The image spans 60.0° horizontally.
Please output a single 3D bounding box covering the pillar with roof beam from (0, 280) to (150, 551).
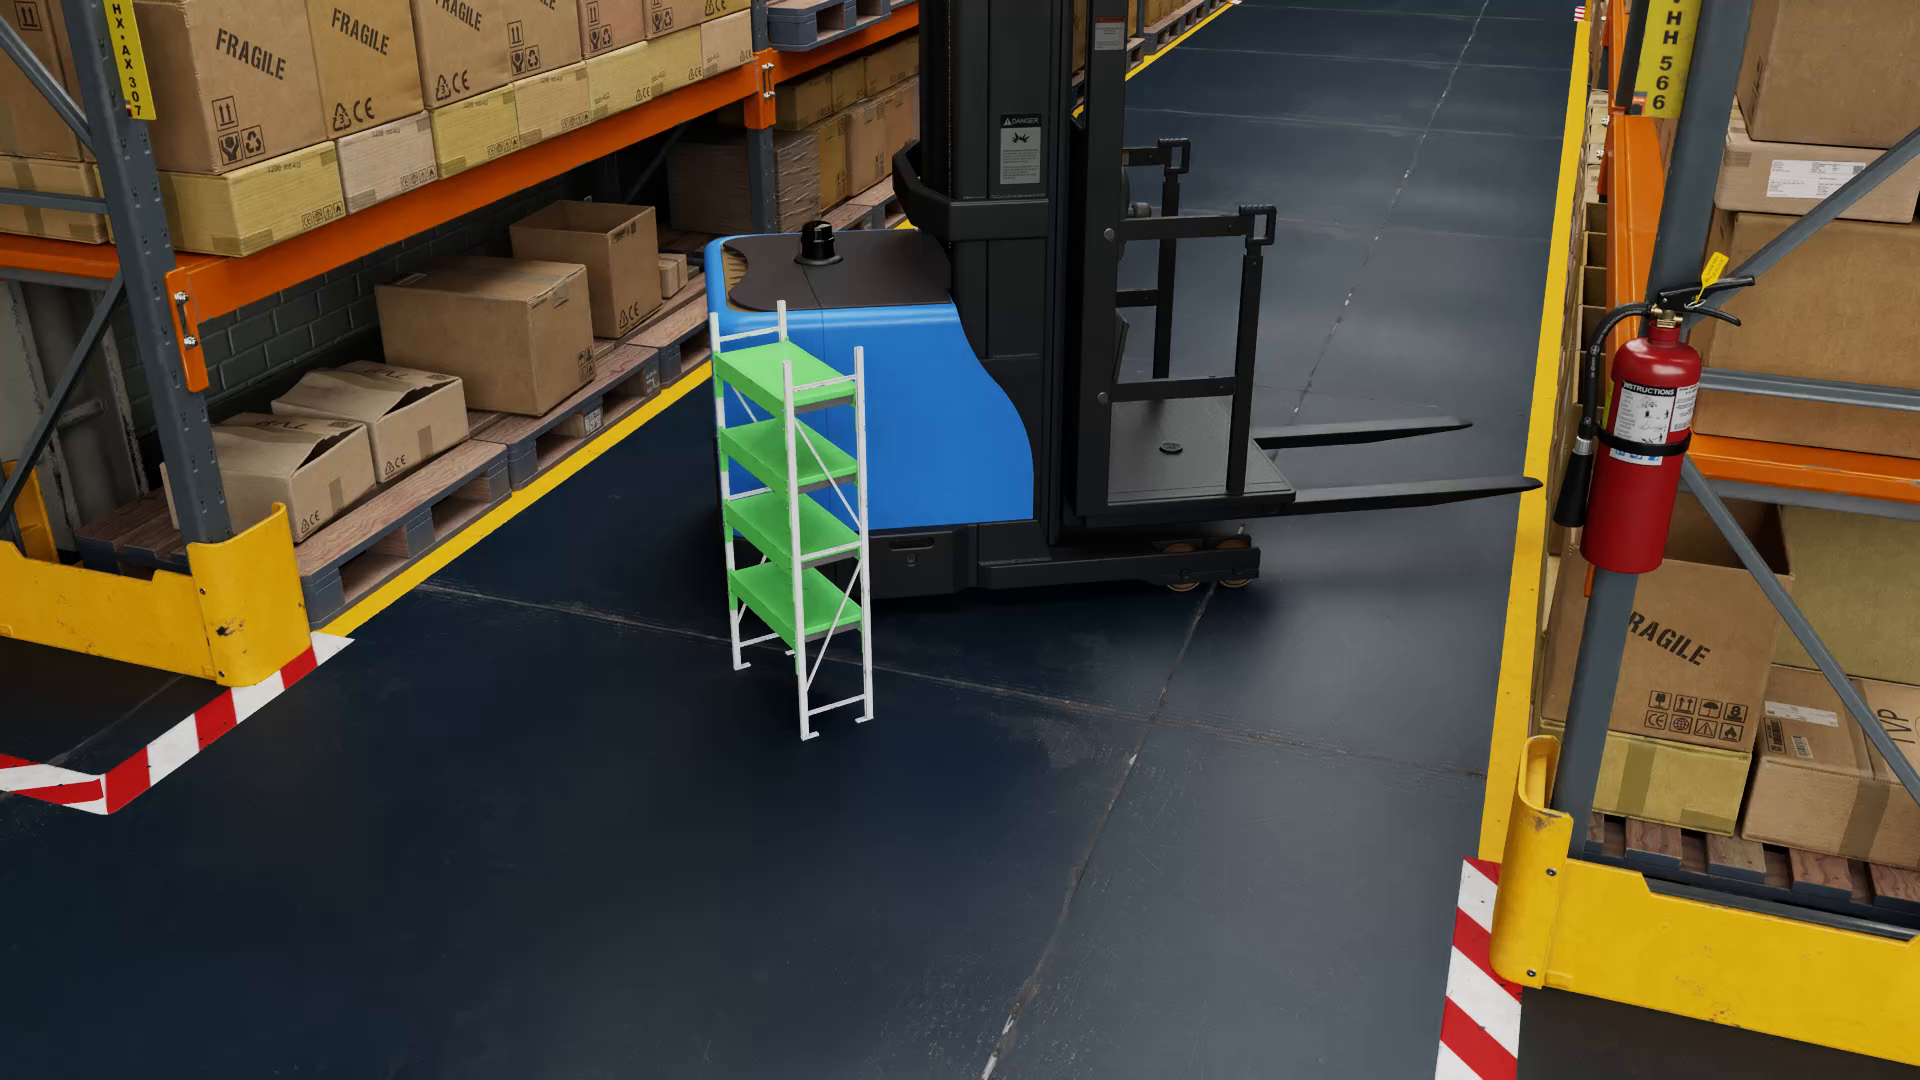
[{"bbox_3d":[0.706,-3.487,3.125,9.100,9.000,0.400,9,27,17],"label":"pillar with roof beam"}]

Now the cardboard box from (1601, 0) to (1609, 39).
[{"bbox_3d":[5.005,-3.842,12.247,0.500,0.250,0.500,8,27,16],"label":"cardboard box"}]

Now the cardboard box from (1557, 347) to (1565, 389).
[{"bbox_3d":[2.793,-0.730,6.988,0.500,0.250,0.500,9,27,17],"label":"cardboard box"}]

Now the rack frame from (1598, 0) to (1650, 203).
[{"bbox_3d":[3.233,-1.925,6.783,1.000,3.000,0.127,9,27,17],"label":"rack frame"}]

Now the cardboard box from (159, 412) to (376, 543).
[{"bbox_3d":[-2.456,-0.257,5.919,0.500,0.311,0.500,6,26,12],"label":"cardboard box"}]

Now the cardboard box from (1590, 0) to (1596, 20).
[{"bbox_3d":[6.445,-5.223,16.246,0.500,0.250,0.500,9,27,17],"label":"cardboard box"}]

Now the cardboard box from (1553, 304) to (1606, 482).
[{"bbox_3d":[2.286,-0.452,5.554,0.500,0.500,0.500,9,27,17],"label":"cardboard box"}]

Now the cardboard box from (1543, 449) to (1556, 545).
[{"bbox_3d":[2.290,-0.114,5.716,0.500,0.250,0.500,9,27,17],"label":"cardboard box"}]

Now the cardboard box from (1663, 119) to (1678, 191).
[{"bbox_3d":[2.751,-1.363,5.509,0.700,0.500,0.500,9,27,18],"label":"cardboard box"}]

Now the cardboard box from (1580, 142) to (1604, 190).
[{"bbox_3d":[3.604,-1.962,8.890,0.500,0.311,0.500,8,27,17],"label":"cardboard box"}]

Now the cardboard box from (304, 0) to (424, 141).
[{"bbox_3d":[-2.155,-1.631,5.465,0.500,0.500,0.500,9,27,18],"label":"cardboard box"}]

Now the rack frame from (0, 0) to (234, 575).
[{"bbox_3d":[-2.771,-0.998,4.869,1.000,3.000,0.127,9,27,17],"label":"rack frame"}]

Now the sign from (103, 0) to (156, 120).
[{"bbox_3d":[-2.259,-1.309,4.518,0.100,0.325,0.005,9,27,17],"label":"sign"}]

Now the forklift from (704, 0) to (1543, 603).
[{"bbox_3d":[0.617,-1.362,5.699,3.031,2.935,1.130,-4,26,-8],"label":"forklift"}]

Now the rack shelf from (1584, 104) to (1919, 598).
[{"bbox_3d":[2.567,-0.779,5.243,1.077,0.370,4.000,9,27,17],"label":"rack shelf"}]

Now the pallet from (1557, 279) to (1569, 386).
[{"bbox_3d":[3.441,-0.978,8.028,1.003,0.211,1.213,9,27,17],"label":"pallet"}]

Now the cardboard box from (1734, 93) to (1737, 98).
[{"bbox_3d":[2.020,-1.016,4.046,0.380,0.149,0.250,8,27,17],"label":"cardboard box"}]

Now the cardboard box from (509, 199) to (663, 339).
[{"bbox_3d":[-1.747,-1.282,7.820,0.500,0.500,0.500,7,27,14],"label":"cardboard box"}]

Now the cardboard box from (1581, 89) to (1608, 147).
[{"bbox_3d":[4.113,-2.600,10.207,0.500,0.311,0.500,10,27,19],"label":"cardboard box"}]

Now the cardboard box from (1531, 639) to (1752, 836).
[{"bbox_3d":[1.802,0.504,4.440,0.500,0.250,0.500,9,27,17],"label":"cardboard box"}]

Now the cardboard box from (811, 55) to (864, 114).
[{"bbox_3d":[-0.897,-2.753,9.997,0.500,0.250,0.500,8,27,16],"label":"cardboard box"}]

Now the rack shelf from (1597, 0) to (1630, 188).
[{"bbox_3d":[3.899,-2.423,8.638,1.077,0.370,4.000,9,27,17],"label":"rack shelf"}]

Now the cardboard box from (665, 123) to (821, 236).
[{"bbox_3d":[-1.210,-2.019,9.342,0.700,0.500,0.500,10,27,19],"label":"cardboard box"}]

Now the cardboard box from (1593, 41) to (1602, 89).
[{"bbox_3d":[4.826,-3.273,11.931,0.500,0.500,0.500,8,27,16],"label":"cardboard box"}]

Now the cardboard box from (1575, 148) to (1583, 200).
[{"bbox_3d":[3.946,-2.141,9.903,0.500,0.250,0.500,8,27,16],"label":"cardboard box"}]

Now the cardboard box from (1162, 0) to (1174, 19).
[{"bbox_3d":[1.738,-5.492,16.537,0.700,0.500,0.500,8,27,17],"label":"cardboard box"}]

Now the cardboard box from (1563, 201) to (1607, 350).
[{"bbox_3d":[2.783,-1.069,6.828,0.500,0.500,0.500,9,27,17],"label":"cardboard box"}]

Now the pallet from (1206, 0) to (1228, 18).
[{"bbox_3d":[2.361,-5.978,18.355,1.003,0.211,1.213,9,27,17],"label":"pallet"}]

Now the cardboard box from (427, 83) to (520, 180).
[{"bbox_3d":[-1.974,-1.518,6.092,0.500,0.250,0.500,8,27,17],"label":"cardboard box"}]

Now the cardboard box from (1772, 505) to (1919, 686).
[{"bbox_3d":[2.455,0.036,4.546,0.500,0.500,0.500,9,27,17],"label":"cardboard box"}]

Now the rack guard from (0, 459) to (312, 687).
[{"bbox_3d":[-2.745,0.096,5.478,1.175,0.500,0.348,9,27,17],"label":"rack guard"}]

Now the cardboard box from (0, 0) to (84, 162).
[{"bbox_3d":[-2.814,-1.501,5.198,0.500,0.500,0.500,8,27,17],"label":"cardboard box"}]

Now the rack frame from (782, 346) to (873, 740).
[{"bbox_3d":[-0.374,0.033,4.805,0.240,1.200,0.015,-15,30,-28],"label":"rack frame"}]

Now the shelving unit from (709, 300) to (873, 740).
[{"bbox_3d":[-0.501,-0.058,4.992,0.258,1.200,0.503,-15,30,-28],"label":"shelving unit"}]

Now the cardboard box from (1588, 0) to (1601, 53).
[{"bbox_3d":[5.817,-4.561,14.591,0.500,0.500,0.500,9,27,17],"label":"cardboard box"}]

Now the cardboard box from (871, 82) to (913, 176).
[{"bbox_3d":[-0.719,-2.652,10.648,0.700,0.500,0.500,9,27,17],"label":"cardboard box"}]

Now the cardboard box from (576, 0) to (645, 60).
[{"bbox_3d":[-1.644,-2.270,6.785,0.500,0.500,0.500,8,27,16],"label":"cardboard box"}]

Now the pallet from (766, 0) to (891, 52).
[{"bbox_3d":[-1.048,-2.848,8.911,1.003,0.211,1.213,9,27,17],"label":"pallet"}]

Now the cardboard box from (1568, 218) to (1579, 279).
[{"bbox_3d":[3.437,-1.507,8.593,0.500,0.250,0.500,9,27,19],"label":"cardboard box"}]

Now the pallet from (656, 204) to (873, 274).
[{"bbox_3d":[-1.182,-1.707,9.533,1.003,0.211,1.213,9,27,17],"label":"pallet"}]

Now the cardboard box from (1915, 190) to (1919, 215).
[{"bbox_3d":[2.236,-0.748,3.494,0.380,0.149,0.250,9,27,17],"label":"cardboard box"}]

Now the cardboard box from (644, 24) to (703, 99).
[{"bbox_3d":[-1.485,-2.141,7.379,0.500,0.250,0.500,9,27,18],"label":"cardboard box"}]

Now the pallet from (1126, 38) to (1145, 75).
[{"bbox_3d":[1.037,-4.346,14.984,1.003,0.211,1.213,9,27,17],"label":"pallet"}]

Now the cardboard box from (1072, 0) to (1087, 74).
[{"bbox_3d":[0.557,-4.149,13.362,0.750,0.750,0.750,9,27,17],"label":"cardboard box"}]

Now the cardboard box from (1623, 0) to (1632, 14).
[{"bbox_3d":[4.084,-3.189,9.497,0.500,0.311,0.500,8,27,17],"label":"cardboard box"}]

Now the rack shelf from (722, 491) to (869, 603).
[{"bbox_3d":[-0.501,0.000,5.020,0.258,0.148,0.480,-15,30,-28],"label":"rack shelf"}]

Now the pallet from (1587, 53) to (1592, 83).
[{"bbox_3d":[6.125,-4.239,14.764,1.003,0.211,1.213,9,27,17],"label":"pallet"}]
